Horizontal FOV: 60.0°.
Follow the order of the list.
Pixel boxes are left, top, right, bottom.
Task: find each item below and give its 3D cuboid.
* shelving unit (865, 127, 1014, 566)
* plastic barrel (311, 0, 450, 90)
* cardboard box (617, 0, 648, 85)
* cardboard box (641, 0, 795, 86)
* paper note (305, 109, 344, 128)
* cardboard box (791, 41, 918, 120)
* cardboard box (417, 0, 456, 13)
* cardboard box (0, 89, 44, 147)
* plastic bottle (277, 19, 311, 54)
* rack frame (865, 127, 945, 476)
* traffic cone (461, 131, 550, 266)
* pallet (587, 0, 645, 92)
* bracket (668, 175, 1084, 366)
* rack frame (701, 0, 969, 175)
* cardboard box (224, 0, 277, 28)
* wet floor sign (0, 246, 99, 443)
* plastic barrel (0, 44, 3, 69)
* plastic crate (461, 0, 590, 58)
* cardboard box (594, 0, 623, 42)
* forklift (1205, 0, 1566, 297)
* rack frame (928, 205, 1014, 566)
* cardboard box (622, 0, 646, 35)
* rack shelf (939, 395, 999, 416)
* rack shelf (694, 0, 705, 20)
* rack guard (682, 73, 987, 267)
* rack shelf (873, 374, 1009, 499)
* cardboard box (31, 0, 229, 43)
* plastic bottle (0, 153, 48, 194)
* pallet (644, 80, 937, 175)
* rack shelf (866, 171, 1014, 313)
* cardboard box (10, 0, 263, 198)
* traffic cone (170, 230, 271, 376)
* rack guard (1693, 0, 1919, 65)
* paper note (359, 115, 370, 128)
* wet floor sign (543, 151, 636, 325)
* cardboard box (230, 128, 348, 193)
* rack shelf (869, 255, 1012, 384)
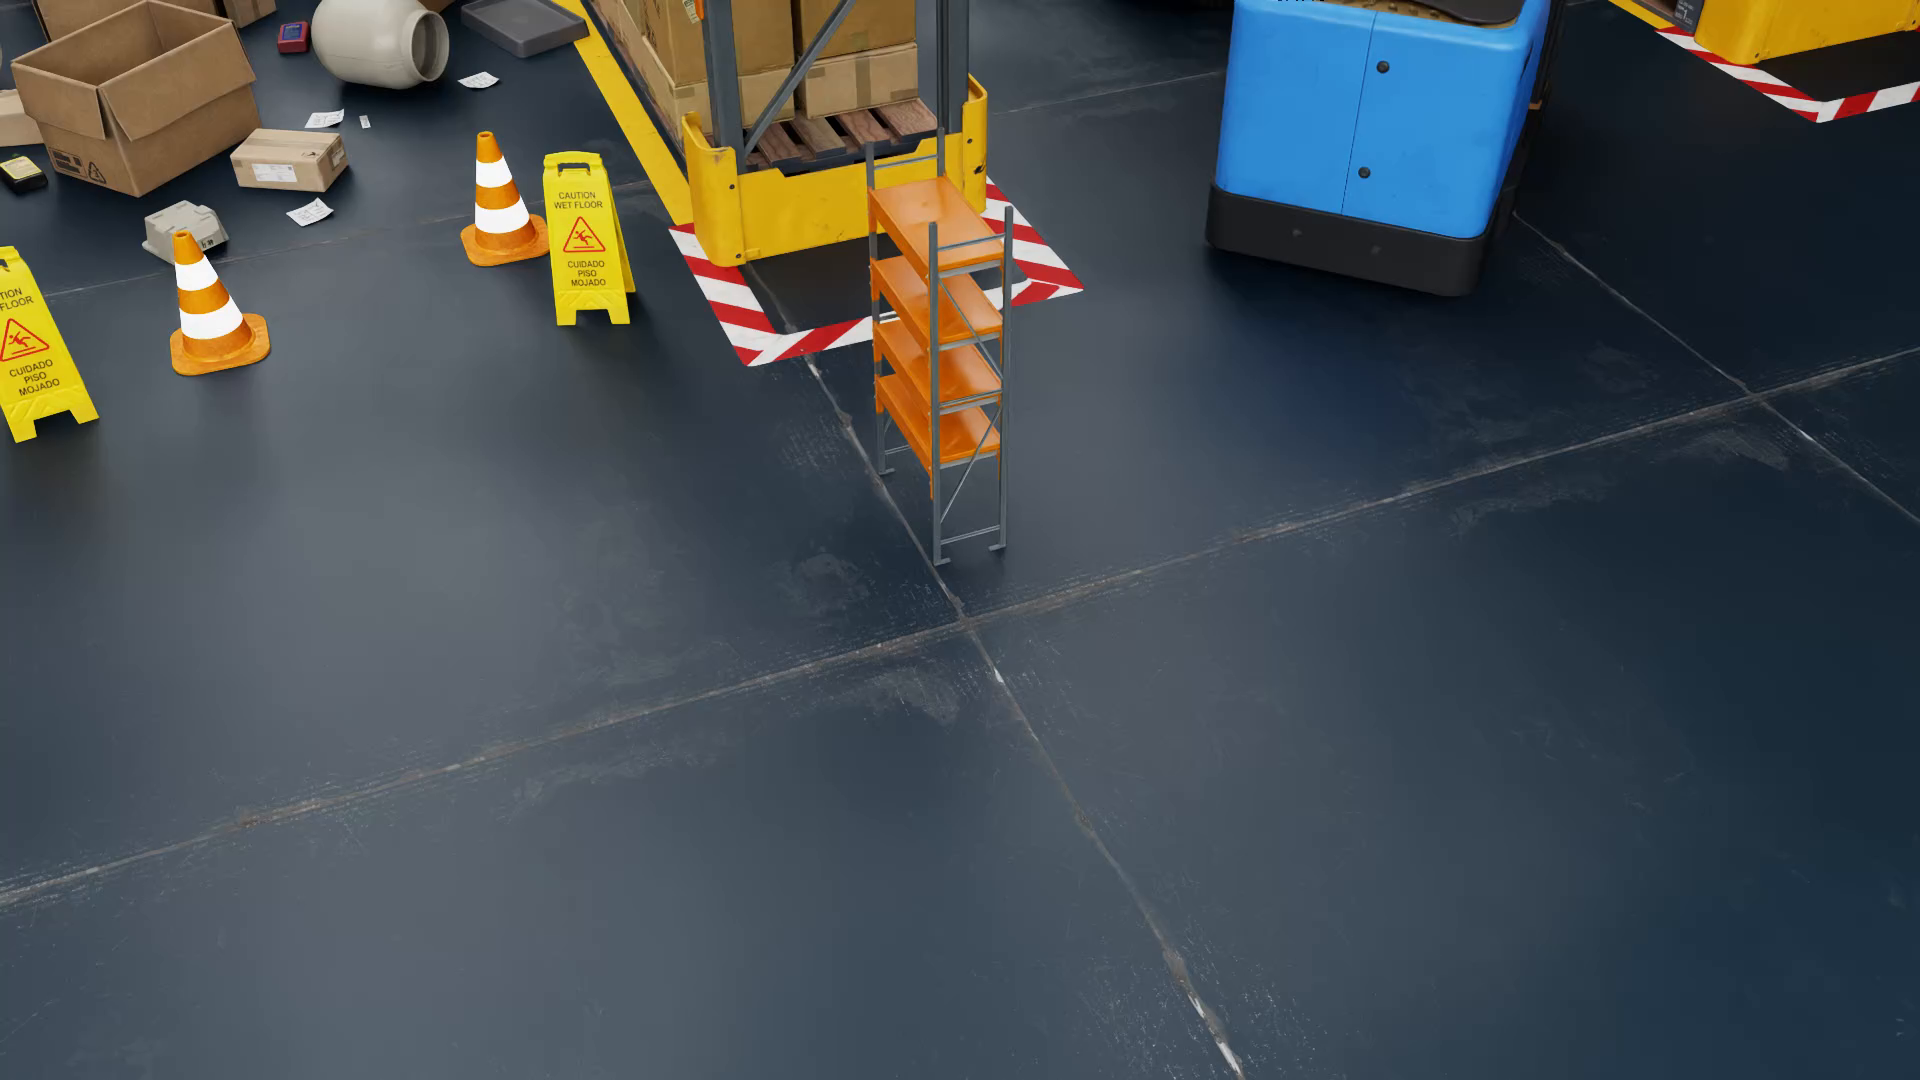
[{"bbox_3d":[-0.063,-0.555,4.975,0.258,1.200,0.503,-15,43,-17],"label":"shelving unit"},{"bbox_3d":[-2.639,-2.283,7.580,0.512,0.421,0.421,12,42,13],"label":"plastic barrel"},{"bbox_3d":[-1.199,-2.244,7.345,0.500,0.250,0.500,-15,43,-17],"label":"cardboard box"},{"bbox_3d":[-0.997,-2.212,6.733,0.500,0.500,0.500,-15,43,-17],"label":"cardboard box"},{"bbox_3d":[-2.837,-1.885,7.427,0.148,0.019,0.142,-2,41,-2],"label":"paper note"},{"bbox_3d":[-0.503,-2.065,7.137,0.500,0.250,0.500,-15,43,-17],"label":"cardboard box"},{"bbox_3d":[-2.828,-2.871,8.203,0.500,0.500,0.500,12,42,13],"label":"cardboard box"},{"bbox_3d":[-4.156,-1.894,7.249,0.396,0.266,0.258,-8,41,-9],"label":"cardboard box"},{"bbox_3d":[-3.219,-2.443,8.044,0.133,0.061,0.283,-8,41,-9],"label":"plastic bottle"},{"bbox_3d":[-0.157,-0.702,5.146,0.240,1.200,0.015,-15,43,-17],"label":"rack frame"},{"bbox_3d":[-1.806,-1.368,6.486,0.336,0.463,0.334,-15,43,-17],"label":"traffic cone"},{"bbox_3d":[-1.220,-2.614,8.127,1.003,0.211,1.213,-15,43,-17],"label":"pallet"},{"bbox_3d":[-0.346,-1.108,6.538,1.378,0.001,1.079,-15,43,-17],"label":"bracket"},{"bbox_3d":[-0.450,-2.393,5.732,1.000,3.000,0.127,-15,43,-17],"label":"rack frame"},{"bbox_3d":[-3.652,-2.740,8.232,0.396,0.266,0.258,19,44,20],"label":"cardboard box"},{"bbox_3d":[-3.144,-0.681,5.547,0.267,0.644,0.232,-23,46,-24],"label":"wet floor sign"},{"bbox_3d":[-4.664,-2.229,7.518,0.512,0.421,0.421,12,42,13],"label":"plastic barrel"},{"bbox_3d":[-2.137,-2.545,8.149,0.402,0.080,0.583,-31,49,-31],"label":"plastic crate"},{"bbox_3d":[-1.404,-2.557,7.710,0.500,0.250,0.500,-17,43,-18],"label":"cardboard box"},{"bbox_3d":[2.002,-2.983,6.471,1.130,2.935,3.031,15,43,17],"label":"forklift"},{"bbox_3d":[0.030,-0.408,4.804,0.240,1.200,0.015,-15,43,-17],"label":"rack frame"},{"bbox_3d":[-1.200,-2.525,7.098,0.500,0.500,0.500,-14,43,-15],"label":"cardboard box"},{"bbox_3d":[-0.063,-0.525,5.000,0.199,0.029,0.442,-15,43,-17],"label":"rack shelf"},{"bbox_3d":[-1.215,-3.325,7.368,1.077,0.370,4.000,-15,43,-17],"label":"rack shelf"},{"bbox_3d":[-0.479,-1.491,6.601,1.175,0.500,0.348,-15,43,-17],"label":"rack guard"},{"bbox_3d":[-0.063,-0.353,5.148,0.258,0.148,0.480,-15,43,-17],"label":"rack shelf"},{"bbox_3d":[-3.826,-2.486,7.651,0.797,0.637,0.503,-15,43,-17],"label":"cardboard box"},{"bbox_3d":[-3.966,-1.552,7.008,0.133,0.061,0.283,-31,49,-31],"label":"plastic bottle"},{"bbox_3d":[-0.757,-1.880,7.274,1.003,0.211,1.213,-15,43,-17],"label":"pallet"},{"bbox_3d":[-0.063,-0.853,4.719,0.258,0.148,0.480,-15,43,-17],"label":"rack shelf"},{"bbox_3d":[-3.461,-1.873,7.042,0.637,0.503,0.797,19,44,20],"label":"cardboard box"},{"bbox_3d":[-2.702,-0.887,5.926,0.336,0.463,0.334,-15,43,-17],"label":"traffic cone"},{"bbox_3d":[4.144,-2.671,7.973,1.175,0.500,0.348,-15,43,-17],"label":"rack guard"},{"bbox_3d":[-7.054,-5.641,11.648,3.823,0.211,13.979,-15,43,-17],"label":"paper note"},{"bbox_3d":[-1.366,-1.119,6.056,0.267,0.644,0.232,-2,41,-2],"label":"wet floor sign"},{"bbox_3d":[-2.817,-1.597,6.993,0.380,0.149,0.250,5,41,6],"label":"cardboard box"},{"bbox_3d":[-0.063,-0.673,4.873,0.258,0.148,0.480,-15,43,-17],"label":"rack shelf"}]
